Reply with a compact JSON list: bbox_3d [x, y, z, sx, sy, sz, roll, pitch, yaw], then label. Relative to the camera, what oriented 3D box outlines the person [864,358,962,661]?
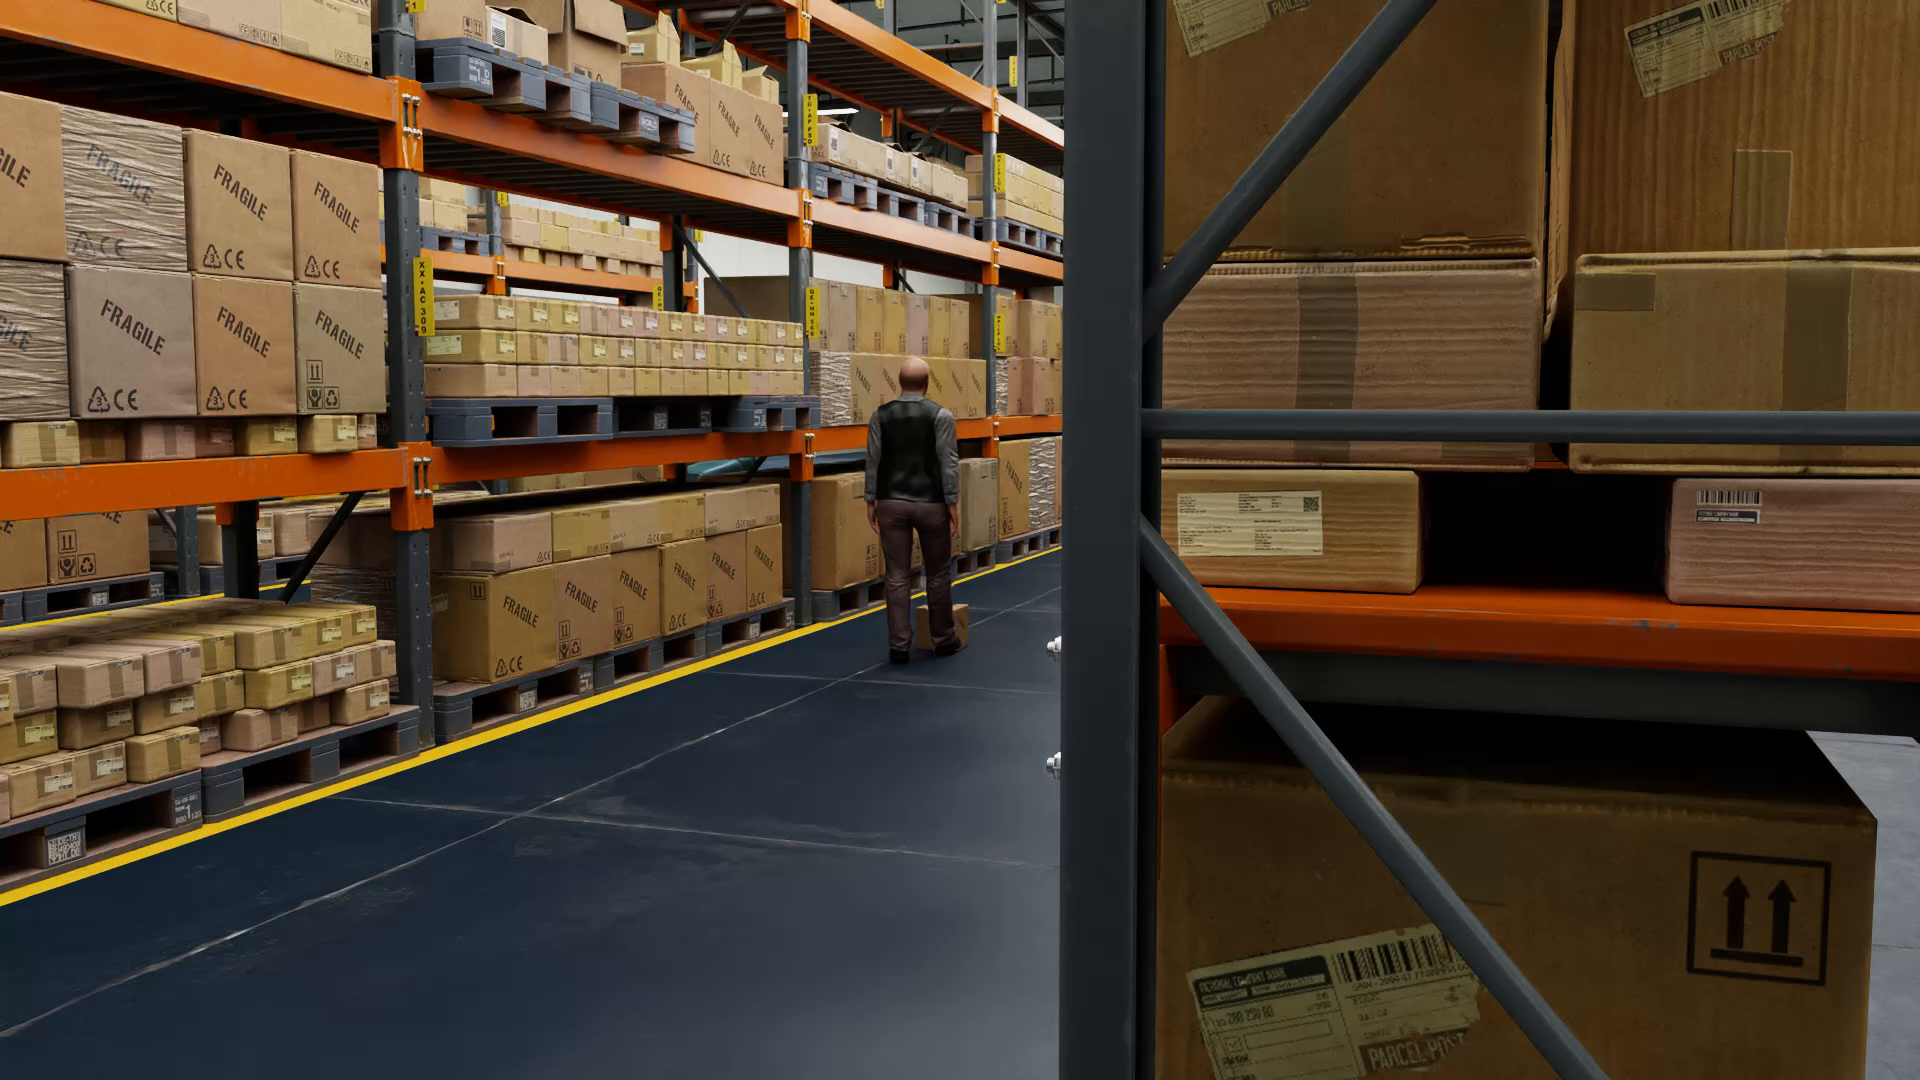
[{"bbox_3d":[-0.257,-0.186,9.589,0.563,1.718,0.626,1,5,7],"label":"person"}]
